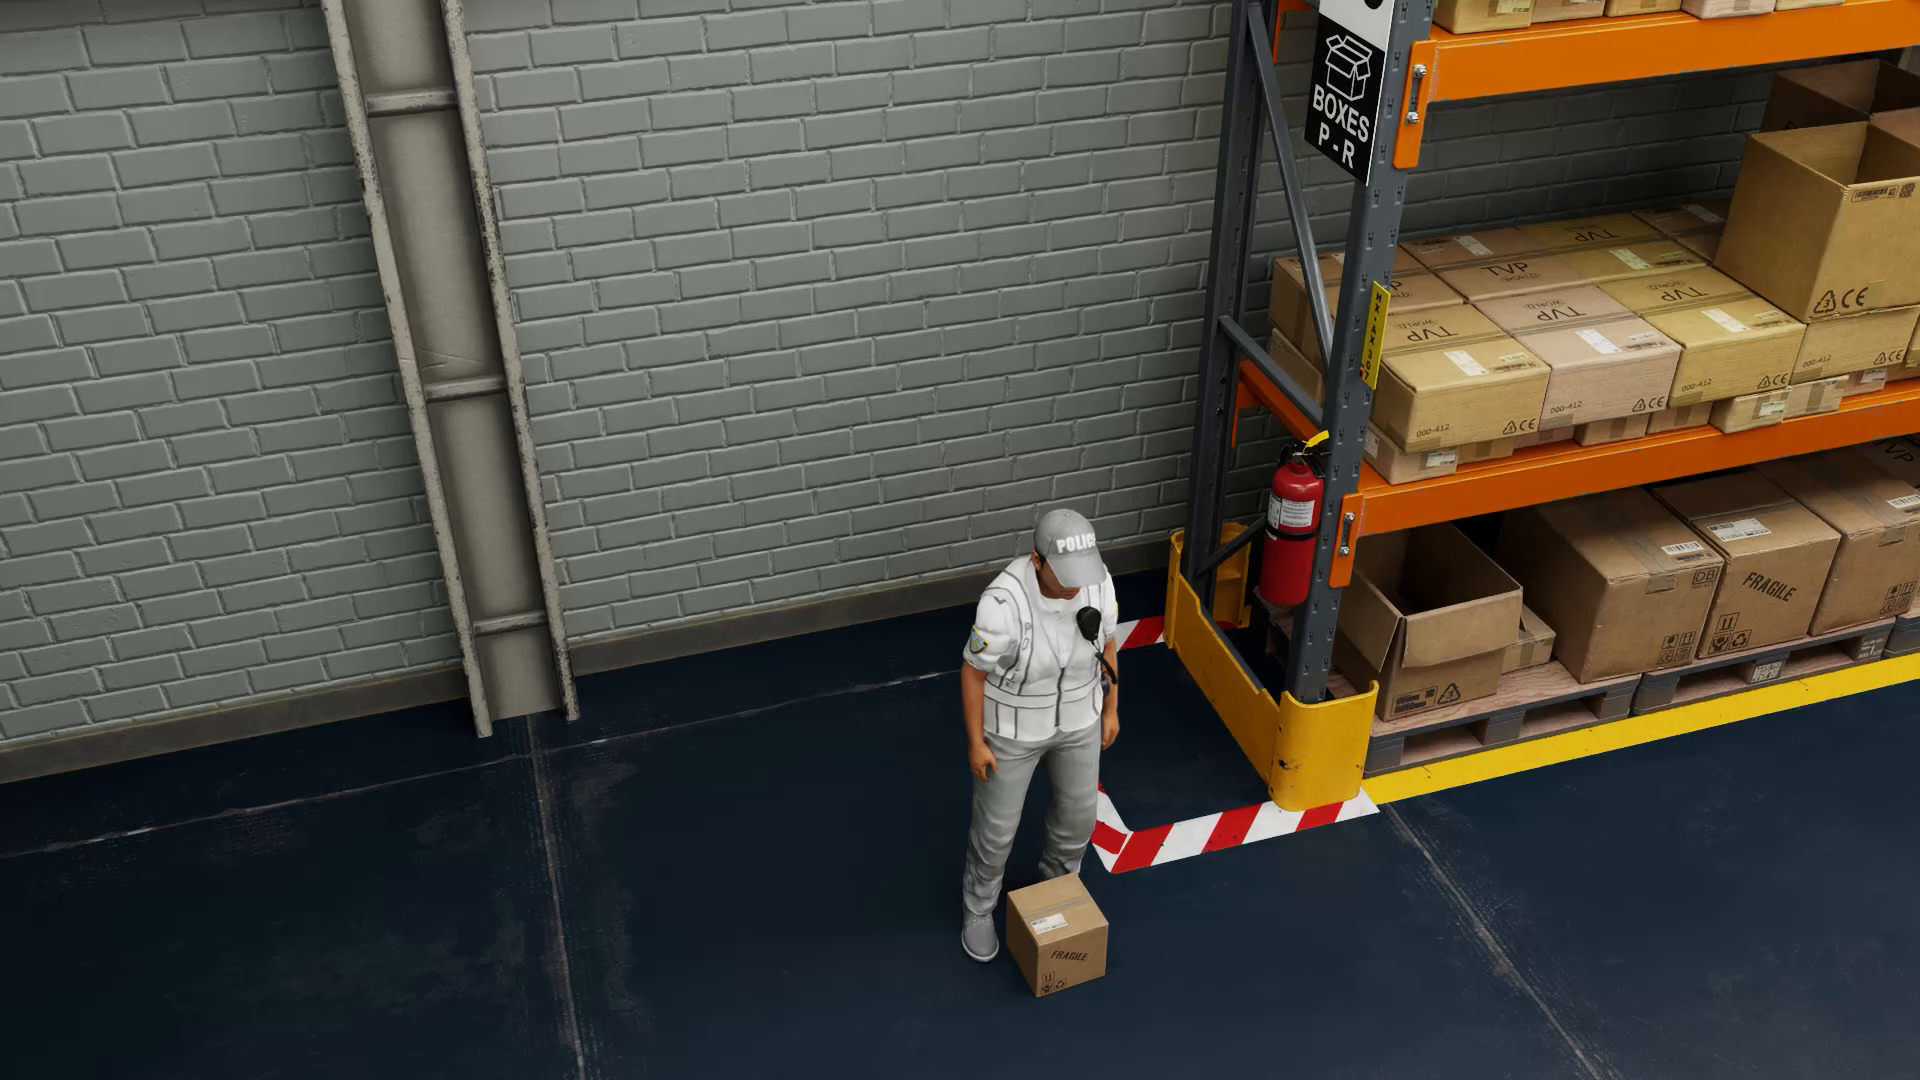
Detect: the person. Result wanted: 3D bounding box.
[{"bbox_3d":[0.250,0.596,5.257,0.564,1.667,0.465,-12,36,-17],"label":"person"}]
